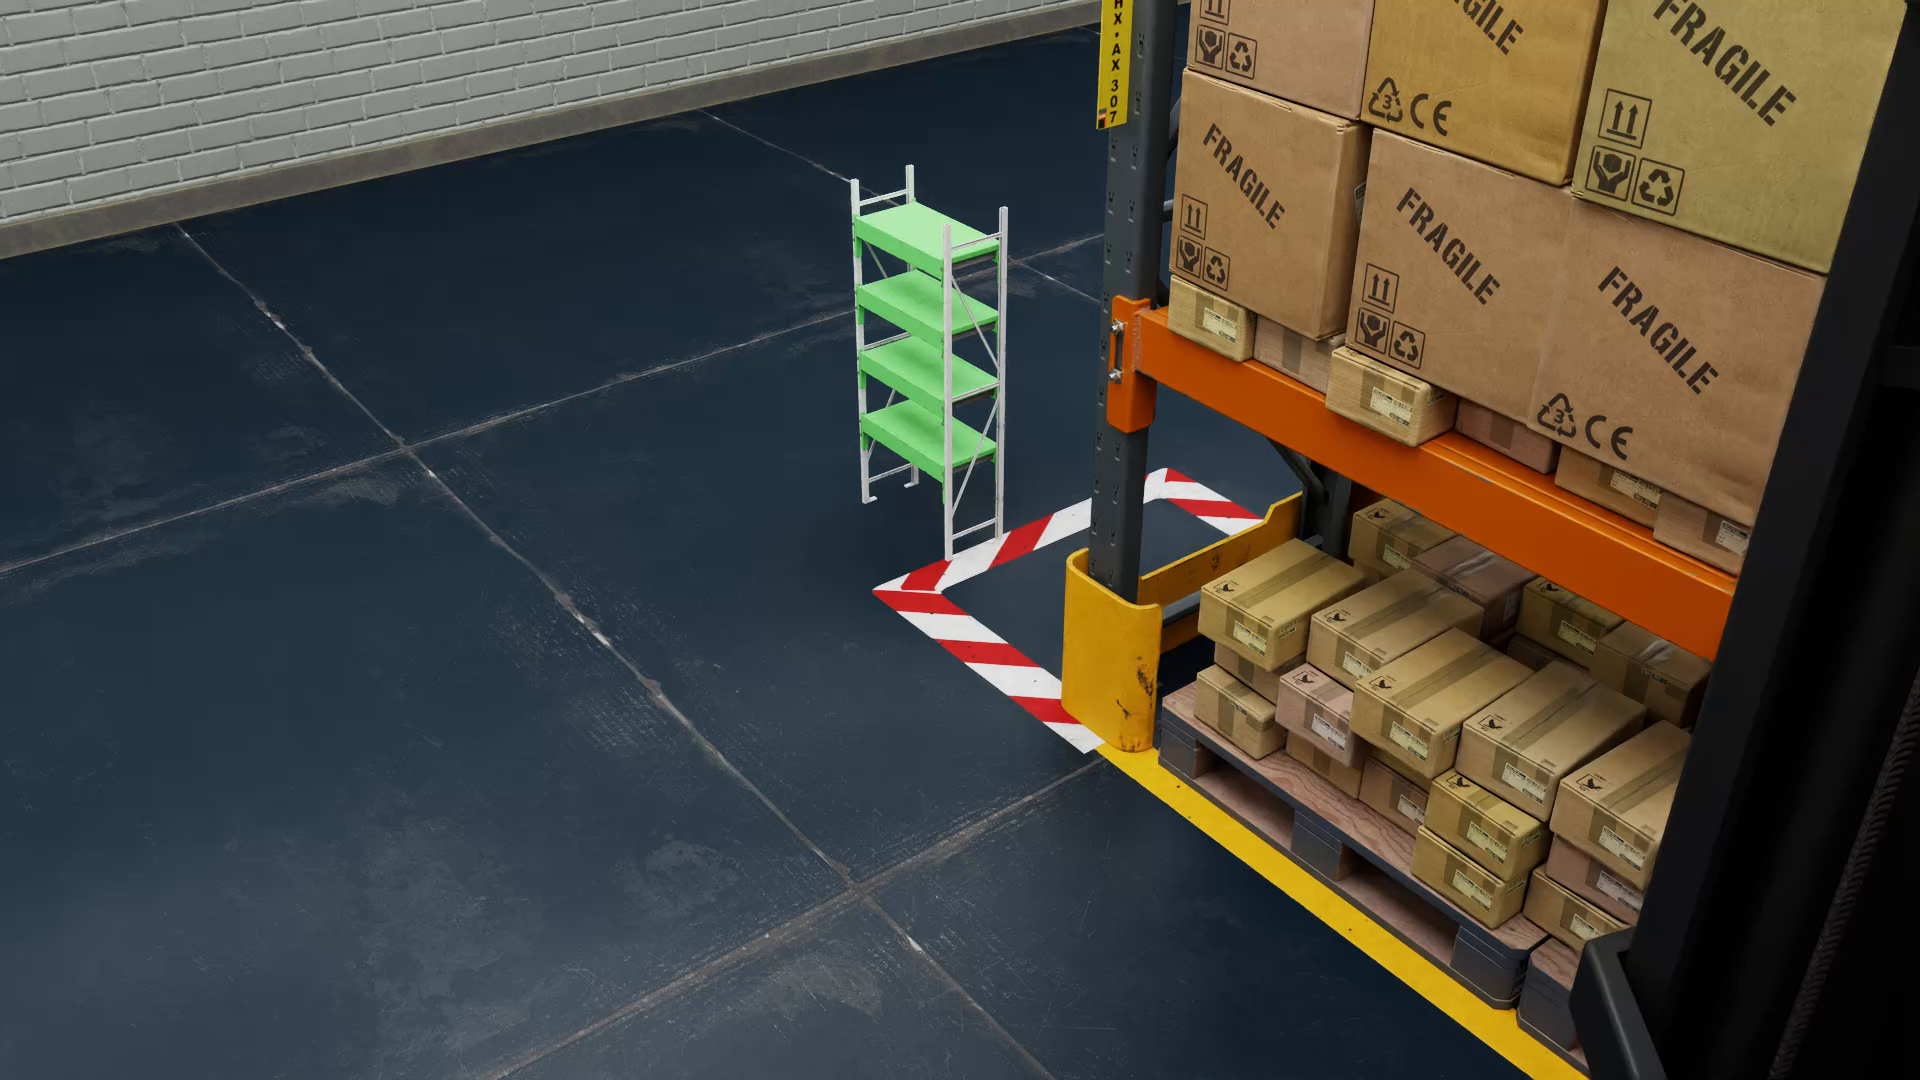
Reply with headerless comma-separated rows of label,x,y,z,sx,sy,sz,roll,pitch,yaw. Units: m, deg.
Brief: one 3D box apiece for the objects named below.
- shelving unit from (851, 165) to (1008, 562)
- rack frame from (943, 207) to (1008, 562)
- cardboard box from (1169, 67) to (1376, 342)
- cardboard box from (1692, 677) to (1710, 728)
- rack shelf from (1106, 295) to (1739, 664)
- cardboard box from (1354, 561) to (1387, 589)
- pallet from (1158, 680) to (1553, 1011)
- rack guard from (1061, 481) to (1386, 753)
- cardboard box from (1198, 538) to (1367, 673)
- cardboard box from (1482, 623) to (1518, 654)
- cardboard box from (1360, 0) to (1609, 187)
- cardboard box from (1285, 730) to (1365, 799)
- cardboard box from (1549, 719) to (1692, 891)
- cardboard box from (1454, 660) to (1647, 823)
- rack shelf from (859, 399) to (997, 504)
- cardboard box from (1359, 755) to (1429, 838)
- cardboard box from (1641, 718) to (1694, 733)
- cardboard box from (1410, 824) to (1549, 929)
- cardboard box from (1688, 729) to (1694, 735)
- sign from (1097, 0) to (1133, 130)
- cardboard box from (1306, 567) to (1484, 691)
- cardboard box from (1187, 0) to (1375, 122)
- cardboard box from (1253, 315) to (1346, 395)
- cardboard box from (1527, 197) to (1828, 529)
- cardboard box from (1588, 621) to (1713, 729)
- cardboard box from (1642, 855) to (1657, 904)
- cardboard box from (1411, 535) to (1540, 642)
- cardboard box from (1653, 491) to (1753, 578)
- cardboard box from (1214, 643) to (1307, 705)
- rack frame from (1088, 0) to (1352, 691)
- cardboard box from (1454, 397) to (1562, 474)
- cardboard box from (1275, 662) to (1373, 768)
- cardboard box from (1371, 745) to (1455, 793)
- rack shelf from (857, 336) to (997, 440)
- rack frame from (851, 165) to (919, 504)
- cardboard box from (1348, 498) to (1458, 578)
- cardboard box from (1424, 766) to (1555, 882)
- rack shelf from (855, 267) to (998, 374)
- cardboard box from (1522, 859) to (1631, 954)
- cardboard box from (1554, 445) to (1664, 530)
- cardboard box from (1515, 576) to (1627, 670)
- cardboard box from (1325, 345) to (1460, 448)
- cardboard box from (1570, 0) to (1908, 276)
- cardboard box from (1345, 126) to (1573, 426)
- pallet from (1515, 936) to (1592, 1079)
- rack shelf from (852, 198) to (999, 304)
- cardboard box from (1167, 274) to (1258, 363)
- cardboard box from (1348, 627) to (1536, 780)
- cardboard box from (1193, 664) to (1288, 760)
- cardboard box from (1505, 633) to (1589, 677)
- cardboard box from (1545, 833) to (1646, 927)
shelving unit,-0.102,-0.579,5.545,0.258,1.200,0.503,-22,38,-31
rack frame,0.048,-0.477,5.381,0.240,1.200,0.015,-22,38,-31
cardboard box,0.853,-0.834,3.873,0.500,0.500,0.500,-20,37,-29
cardboard box,2.006,0.389,4.020,0.380,0.149,0.250,-21,37,-30
rack shelf,2.022,0.197,3.271,1.077,0.370,4.000,-22,38,-31
cardboard box,1.345,0.092,4.781,0.380,0.149,0.250,-23,39,-33
pallet,1.312,0.625,4.544,1.003,0.211,1.213,-22,38,-31
rack guard,0.842,0.152,5.032,1.175,0.500,0.348,-22,38,-31
cardboard box,0.848,0.166,4.379,0.380,0.149,0.250,-24,39,-33
cardboard box,1.462,0.219,4.577,0.380,0.149,0.250,-23,39,-32
cardboard box,1.176,-1.054,3.280,0.500,0.500,0.500,-21,38,-30
cardboard box,1.089,0.495,4.413,0.380,0.149,0.250,-22,38,-32
cardboard box,1.546,0.584,3.707,0.380,0.149,0.250,-21,37,-30
cardboard box,1.383,0.466,3.898,0.380,0.149,0.250,-24,39,-34
rack shelf,-0.102,-0.321,5.705,0.258,0.148,0.480,-22,38,-31
cardboard box,1.247,0.597,4.250,0.380,0.149,0.250,-22,38,-31
cardboard box,1.748,0.454,4.199,0.380,0.149,0.250,-23,38,-32
cardboard box,1.317,0.739,4.022,0.380,0.149,0.250,-22,38,-31
cardboard box,1.992,0.520,4.092,0.380,0.149,0.250,-22,38,-31
sign,0.367,-1.134,3.912,0.100,0.325,0.005,-22,38,-31
cardboard box,1.113,0.242,4.257,0.380,0.149,0.250,-22,38,-31
cardboard box,0.861,-1.262,3.615,0.500,0.500,0.500,-23,38,-32
cardboard box,0.924,-0.501,3.952,0.380,0.149,0.250,-21,37,-30
cardboard box,1.491,-0.411,3.192,0.500,0.500,0.500,-22,38,-31
cardboard box,1.797,0.295,4.171,0.380,0.149,0.250,-24,39,-33
cardboard box,1.671,0.709,3.506,0.380,0.149,0.250,-22,38,-31
cardboard box,1.429,0.100,4.486,0.380,0.149,0.250,-21,38,-30
cardboard box,1.590,-0.075,3.266,0.380,0.149,0.250,-23,39,-32
cardboard box,0.914,0.266,4.501,0.380,0.149,0.250,-21,37,-29
rack frame,0.796,-0.942,4.423,1.000,3.000,0.127,-22,38,-31
cardboard box,1.314,-0.308,3.641,0.380,0.149,0.250,-20,37,-29
cardboard box,1.037,0.398,4.288,0.380,0.149,0.250,-22,38,-32
cardboard box,1.257,0.472,4.169,0.380,0.149,0.250,-22,38,-31
rack shelf,-0.102,-0.524,5.578,0.258,0.148,0.480,-22,38,-31
rack frame,-0.251,-0.680,5.708,0.240,1.200,0.015,-22,38,-31
cardboard box,1.320,-0.023,4.684,0.380,0.149,0.250,-22,38,-31
cardboard box,1.329,0.614,3.941,0.380,0.149,0.250,-21,38,-30
rack shelf,-0.102,-0.728,5.452,0.258,0.148,0.480,-22,38,-31
cardboard box,1.549,0.814,3.900,0.380,0.149,0.250,-22,38,-31
cardboard box,1.461,-0.187,3.446,0.380,0.149,0.250,-23,38,-32
cardboard box,1.688,0.167,4.378,0.380,0.149,0.250,-23,39,-32
cardboard box,1.047,-0.372,3.744,0.380,0.149,0.250,-23,39,-33
cardboard box,1.477,-0.830,2.919,0.500,0.500,0.500,-23,39,-32
cardboard box,1.201,-0.619,3.527,0.500,0.500,0.500,-22,38,-31
pallet,2.056,1.133,3.726,1.003,0.211,1.213,-22,38,-31
rack shelf,-0.102,-0.932,5.325,0.258,0.148,0.480,-22,38,-31
cardboard box,0.735,-0.594,4.101,0.380,0.149,0.250,-23,38,-32
cardboard box,1.166,0.389,4.021,0.380,0.149,0.250,-22,38,-32
cardboard box,0.864,0.413,4.546,0.380,0.149,0.250,-21,38,-30
cardboard box,1.665,0.308,4.433,0.380,0.149,0.250,-24,39,-33
cardboard box,1.567,0.694,3.812,0.380,0.149,0.250,-24,39,-34
